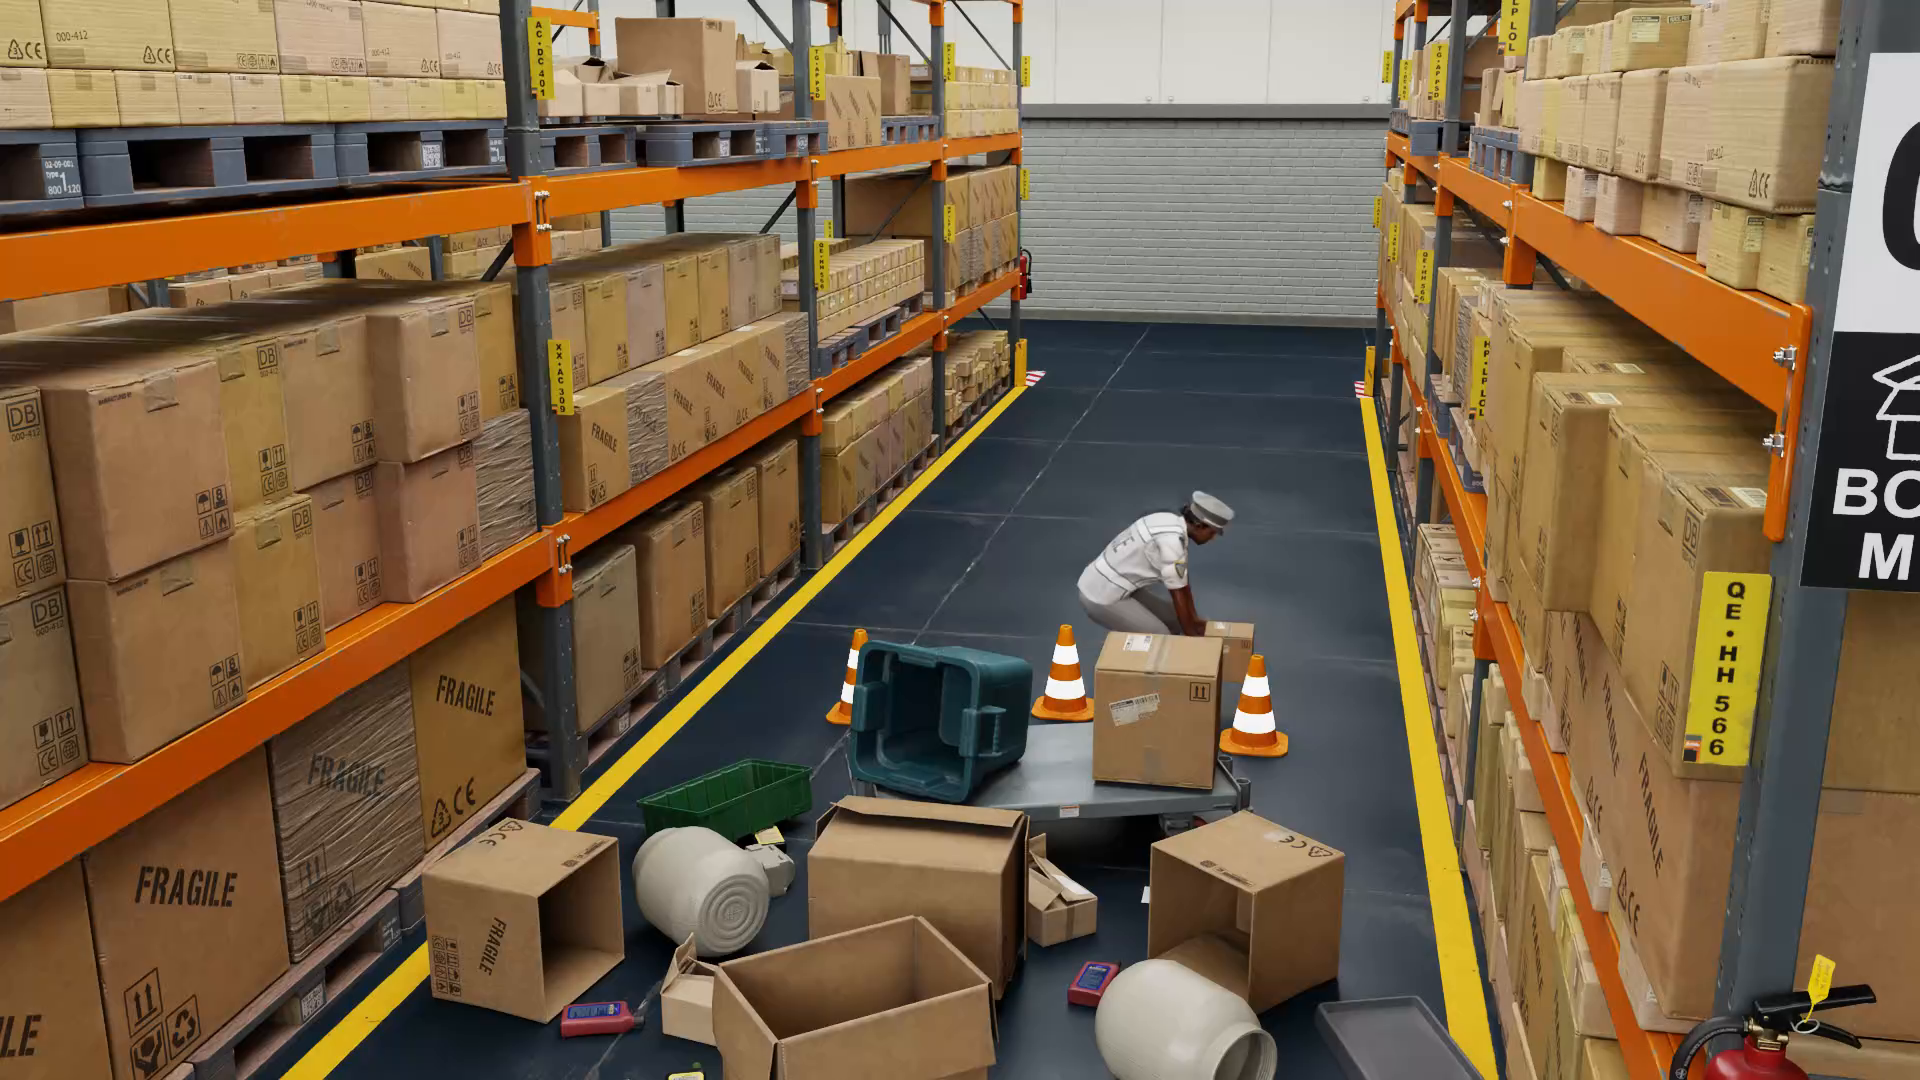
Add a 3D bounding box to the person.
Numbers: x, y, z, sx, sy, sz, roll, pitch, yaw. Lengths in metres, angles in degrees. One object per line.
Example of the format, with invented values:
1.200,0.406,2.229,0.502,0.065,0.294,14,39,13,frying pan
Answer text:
1.028,0.316,8.794,0.804,1.170,0.499,3,15,11,person
